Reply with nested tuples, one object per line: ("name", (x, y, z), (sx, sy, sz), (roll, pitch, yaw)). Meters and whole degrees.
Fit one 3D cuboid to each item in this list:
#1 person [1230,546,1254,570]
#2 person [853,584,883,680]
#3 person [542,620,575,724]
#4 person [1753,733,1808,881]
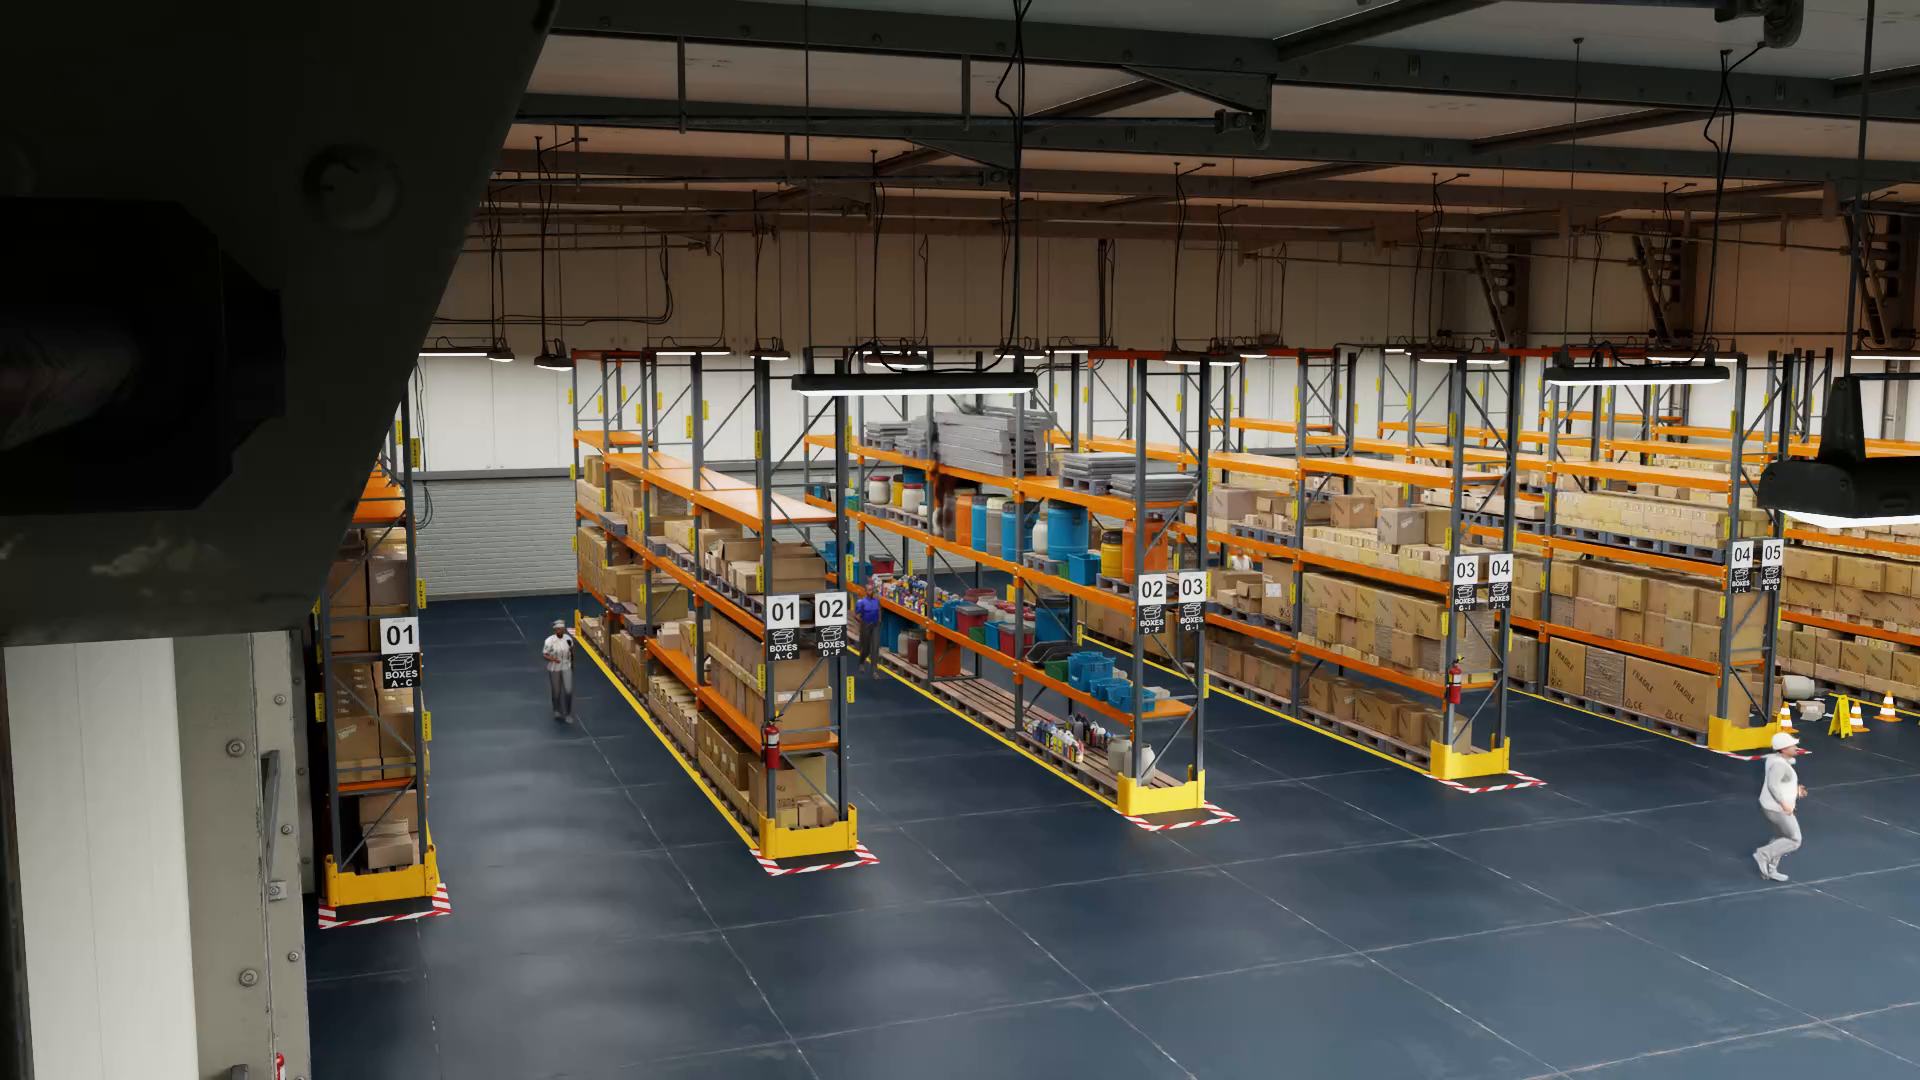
("person", (6.112, 0.950, 36.317), (0.647, 1.777, 0.803), (-2, 7, -15))
("person", (-1.601, 1.640, 29.346), (0.561, 1.570, 0.759), (-3, 8, -24))
("person", (-6.517, 2.150, 27.099), (0.566, 1.741, 0.727), (-3, 8, -23))
("person", (9.516, 3.086, 19.278), (0.610, 1.743, 0.652), (2, 7, 13))
